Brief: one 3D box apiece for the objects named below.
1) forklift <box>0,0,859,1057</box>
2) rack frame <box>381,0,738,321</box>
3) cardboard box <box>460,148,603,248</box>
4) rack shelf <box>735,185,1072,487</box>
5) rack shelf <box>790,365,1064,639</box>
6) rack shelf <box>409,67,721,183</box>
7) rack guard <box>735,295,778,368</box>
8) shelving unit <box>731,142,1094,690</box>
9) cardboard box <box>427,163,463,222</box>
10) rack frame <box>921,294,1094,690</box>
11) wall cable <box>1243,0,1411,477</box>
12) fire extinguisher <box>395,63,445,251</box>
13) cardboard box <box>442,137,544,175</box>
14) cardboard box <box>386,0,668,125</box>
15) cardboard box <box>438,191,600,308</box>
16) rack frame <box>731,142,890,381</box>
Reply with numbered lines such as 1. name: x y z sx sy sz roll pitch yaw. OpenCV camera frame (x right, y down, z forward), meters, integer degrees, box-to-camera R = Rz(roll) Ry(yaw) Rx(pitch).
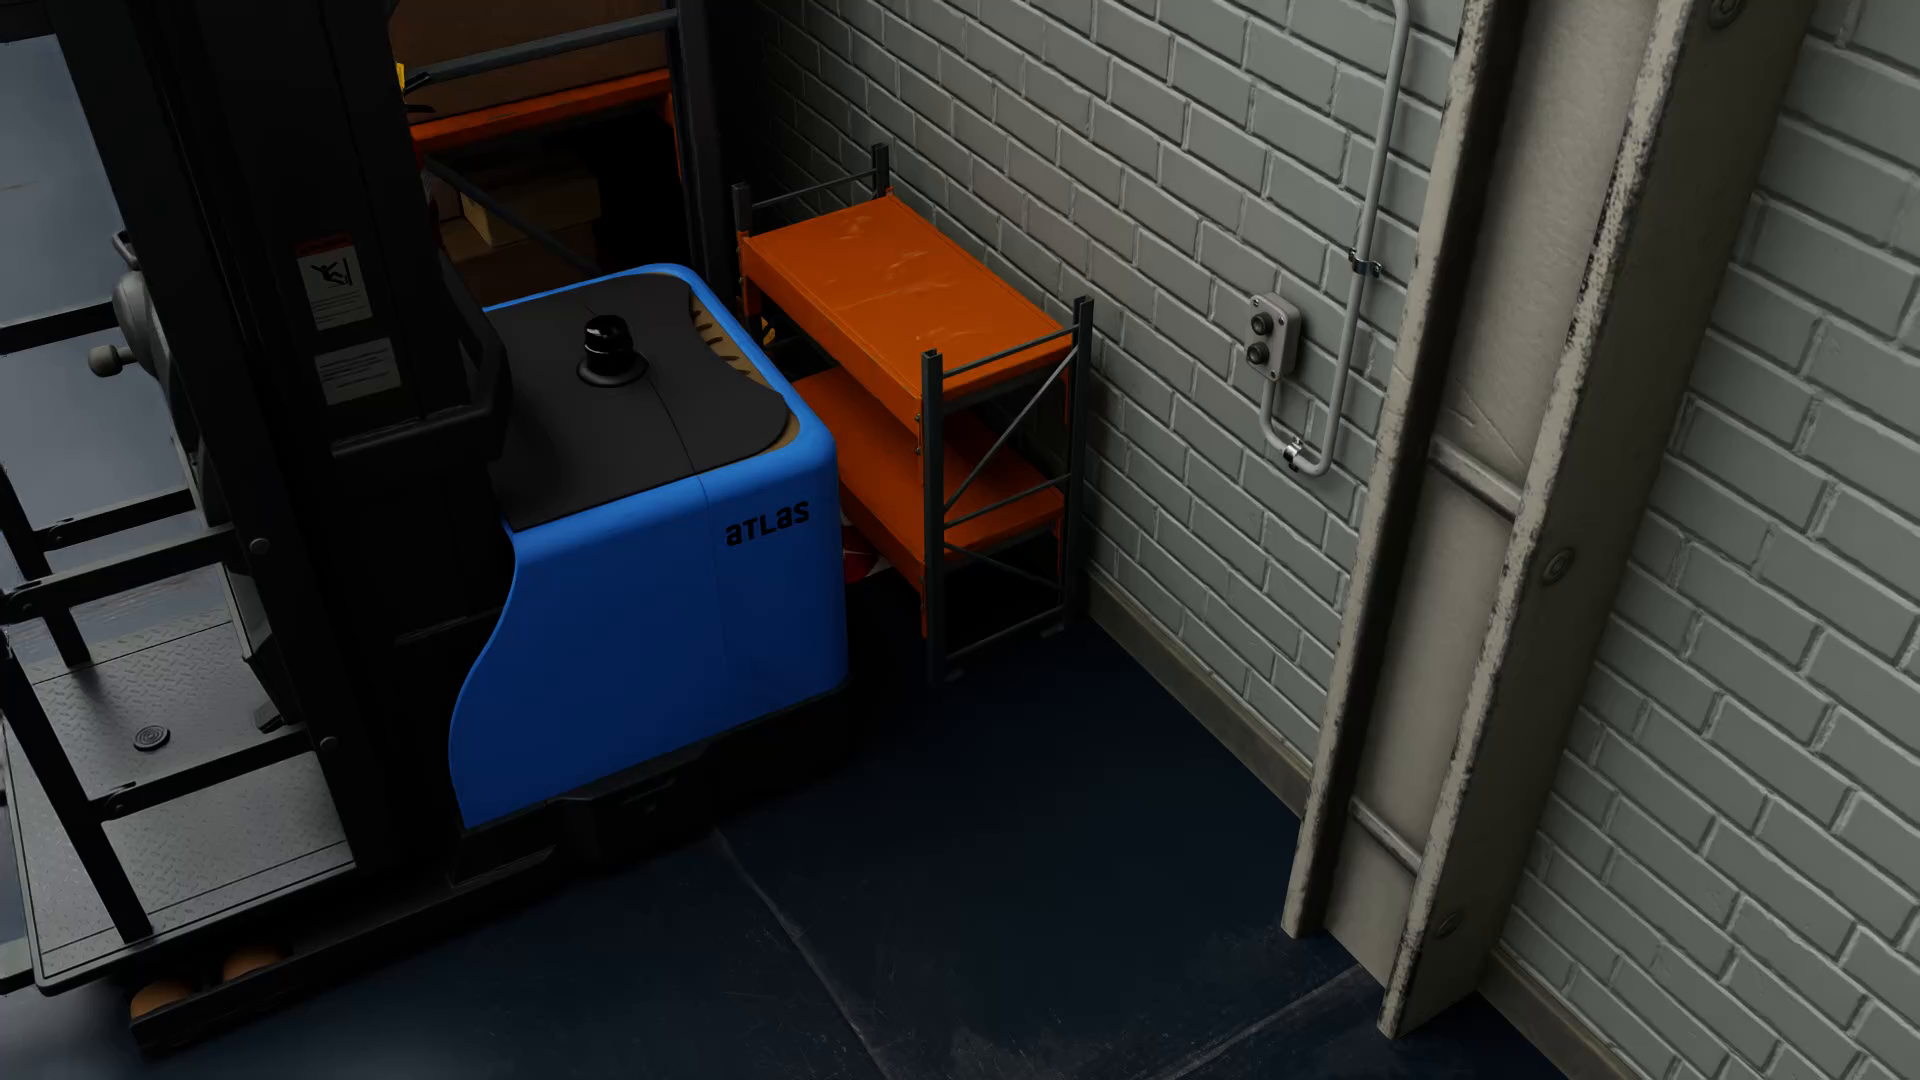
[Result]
1. forklift: -1.815 -0.344 3.373 3.031 2.935 1.130 -20 44 -22
2. rack frame: -1.156 -1.308 4.477 1.000 3.000 0.127 -22 45 -24
3. cardboard box: -1.381 -1.103 5.349 0.380 0.149 0.250 -22 45 -24
4. rack shelf: -0.152 -0.599 4.633 0.538 0.278 1.000 -22 45 -25
5. rack shelf: -0.152 -0.187 4.977 0.538 0.278 1.000 -22 45 -25
6. rack shelf: -2.232 -2.111 6.003 1.077 0.370 4.000 -22 45 -24
7. rack guard: -1.144 -0.335 5.262 1.175 0.500 0.348 -22 45 -24
8. shelving unit: -0.152 -0.374 4.821 0.538 1.125 1.048 -22 45 -25
9. cardboard box: -1.840 -1.109 5.355 0.380 0.149 0.250 -23 45 -25
10. rack frame: 0.123 -0.101 4.492 0.500 1.125 0.032 -22 45 -25
11. wall cable: 0.330 -1.333 3.713 0.084 1.984 1.851 -22 45 -24
12. fire extinguisher: -1.464 -0.895 4.333 0.296 0.674 0.183 -22 45 -24
13. cardboard box: -1.654 -1.377 5.677 0.380 0.149 0.250 -22 45 -24
14. cardboard box: -1.439 -1.695 4.707 0.980 0.700 0.700 -20 44 -23
15. cardboard box: -1.617 -0.853 5.555 0.700 0.500 0.500 -22 45 -24
16. rack frame: -0.428 -0.648 5.149 0.500 1.125 0.032 -22 45 -25
